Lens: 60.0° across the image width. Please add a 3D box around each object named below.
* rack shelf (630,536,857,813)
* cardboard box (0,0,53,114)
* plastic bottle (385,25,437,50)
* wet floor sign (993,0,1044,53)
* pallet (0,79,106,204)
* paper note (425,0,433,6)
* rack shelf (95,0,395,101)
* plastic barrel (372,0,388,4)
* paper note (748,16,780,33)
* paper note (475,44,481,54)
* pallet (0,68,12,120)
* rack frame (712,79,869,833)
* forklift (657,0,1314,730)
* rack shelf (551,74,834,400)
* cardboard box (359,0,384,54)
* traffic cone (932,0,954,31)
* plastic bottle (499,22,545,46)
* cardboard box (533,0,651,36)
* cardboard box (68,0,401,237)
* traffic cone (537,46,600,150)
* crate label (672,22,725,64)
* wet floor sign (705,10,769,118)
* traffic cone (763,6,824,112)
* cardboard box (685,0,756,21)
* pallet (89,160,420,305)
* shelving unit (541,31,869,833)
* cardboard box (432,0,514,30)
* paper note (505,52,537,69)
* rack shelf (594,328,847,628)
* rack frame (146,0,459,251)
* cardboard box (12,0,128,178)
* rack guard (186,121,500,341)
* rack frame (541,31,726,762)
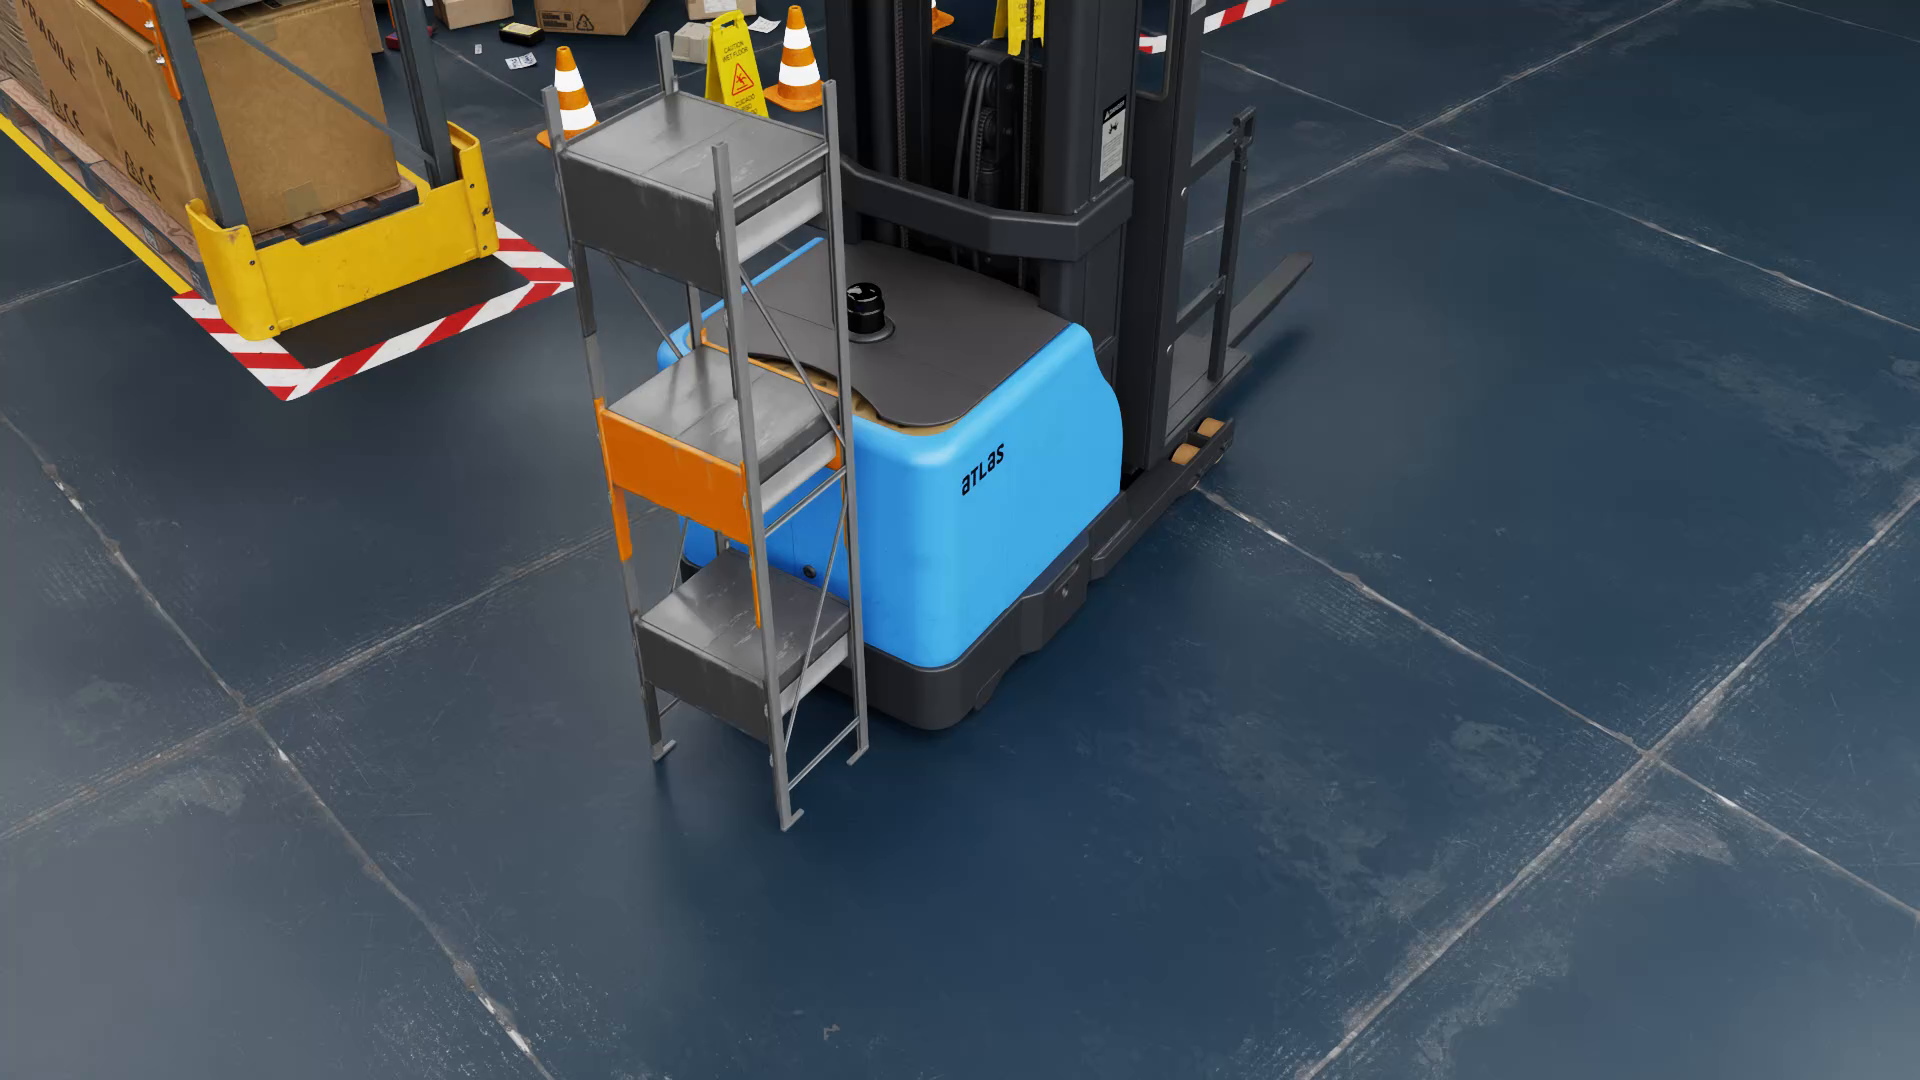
[{"bbox_3d":[-0.593,0.377,4.748,0.480,0.518,0.431,23,44,26],"label":"rack shelf"},{"bbox_3d":[-4.289,-2.747,8.121,0.875,0.875,0.875,-30,47,-31],"label":"cardboard box"},{"bbox_3d":[-3.009,-2.775,9.137,0.133,0.061,0.283,18,42,21],"label":"plastic bottle"},{"bbox_3d":[0.348,-2.987,8.935,0.267,0.644,0.232,-15,41,-17],"label":"wet floor sign"},{"bbox_3d":[-3.989,-2.112,8.197,1.003,0.211,1.213,-30,48,-32],"label":"pallet"},{"bbox_3d":[-3.009,-3.137,9.617,0.172,0.023,0.155,-15,41,-17],"label":"paper note"},{"bbox_3d":[-3.923,-2.941,7.577,1.077,0.370,4.000,-30,48,-32],"label":"rack shelf"},{"bbox_3d":[-3.378,-3.271,9.463,0.512,0.421,0.421,-2,39,-2],"label":"plastic barrel"},{"bbox_3d":[-1.098,-2.882,9.294,0.142,0.019,0.148,18,42,21],"label":"paper note"},{"bbox_3d":[-2.622,-2.673,9.051,0.032,0.001,0.123,-8,40,-10],"label":"paper note"},{"bbox_3d":[-4.819,-2.676,8.896,1.003,0.211,1.213,-30,48,-32],"label":"pallet"},{"bbox_3d":[-0.391,-0.092,4.193,0.015,2.100,0.400,23,44,26],"label":"rack frame"},{"bbox_3d":[0.346,-1.469,5.236,1.130,2.935,3.031,23,44,25],"label":"forklift"},{"bbox_3d":[-0.593,-0.713,3.869,0.480,0.518,0.431,23,44,26],"label":"rack shelf"},{"bbox_3d":[-3.469,-2.893,8.932,0.500,0.500,0.500,-22,44,-25],"label":"cardboard box"},{"bbox_3d":[-0.233,-3.109,9.232,0.336,0.463,0.334,-30,48,-32],"label":"traffic cone"},{"bbox_3d":[-2.439,-2.792,9.158,0.283,0.061,0.133,18,42,21],"label":"plastic bottle"},{"bbox_3d":[-2.045,-3.211,9.326,0.637,0.503,0.797,5,39,6],"label":"cardboard box"},{"bbox_3d":[-3.077,-1.918,7.094,0.875,0.875,0.875,-30,47,-32],"label":"cardboard box"},{"bbox_3d":[-1.883,-2.158,8.053,0.336,0.463,0.334,-30,48,-32],"label":"traffic cone"},{"bbox_3d":[-1.398,-2.691,8.973,0.298,0.136,0.250,11,40,13],"label":"crate label"},{"bbox_3d":[-1.092,-2.207,7.970,0.232,0.644,0.267,26,45,28],"label":"wet floor sign"},{"bbox_3d":[-0.821,-2.480,8.453,0.336,0.463,0.334,-30,48,-32],"label":"traffic cone"},{"bbox_3d":[-1.366,-3.084,9.451,0.380,0.149,0.250,-8,40,-10],"label":"cardboard box"},{"bbox_3d":[-3.168,-1.547,7.498,1.003,0.211,1.213,-30,48,-32],"label":"pallet"},{"bbox_3d":[-0.593,-0.179,4.300,0.503,2.100,0.431,23,44,26],"label":"shelving unit"},{"bbox_3d":[-2.756,-3.070,9.340,0.396,0.266,0.258,-22,44,-25],"label":"cardboard box"},{"bbox_3d":[-2.352,-2.567,8.906,0.144,0.017,0.142,-15,41,-17],"label":"paper note"},{"bbox_3d":[-0.593,-0.168,4.309,0.480,0.518,0.431,23,44,26],"label":"rack shelf"},{"bbox_3d":[-2.570,-2.295,6.205,1.000,3.000,0.127,-30,48,-32],"label":"rack frame"},{"bbox_3d":[-3.674,-2.324,7.597,0.875,0.875,0.875,-31,48,-32],"label":"cardboard box"},{"bbox_3d":[-2.554,-1.312,6.976,1.175,0.500,0.348,-30,48,-32],"label":"rack guard"},{"bbox_3d":[-0.795,-0.265,4.407,0.015,2.100,0.400,23,44,26],"label":"rack frame"}]
